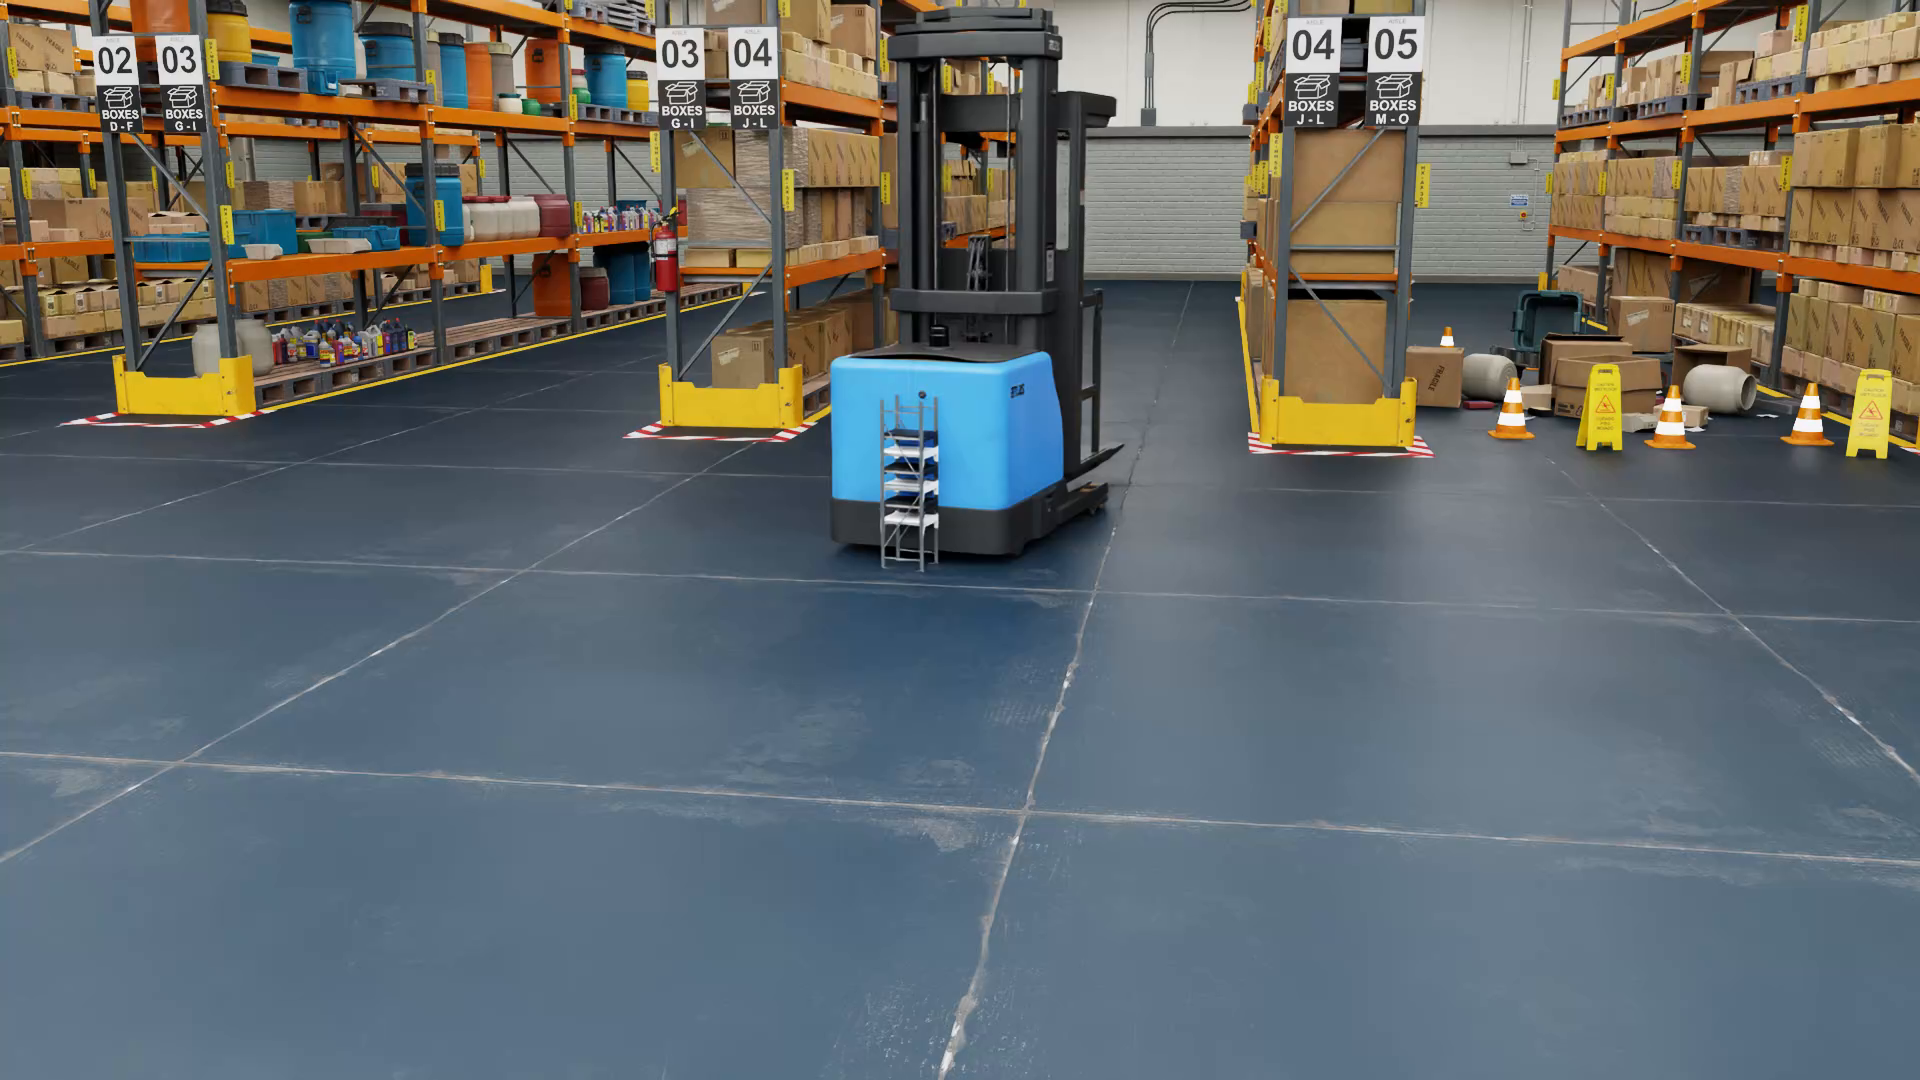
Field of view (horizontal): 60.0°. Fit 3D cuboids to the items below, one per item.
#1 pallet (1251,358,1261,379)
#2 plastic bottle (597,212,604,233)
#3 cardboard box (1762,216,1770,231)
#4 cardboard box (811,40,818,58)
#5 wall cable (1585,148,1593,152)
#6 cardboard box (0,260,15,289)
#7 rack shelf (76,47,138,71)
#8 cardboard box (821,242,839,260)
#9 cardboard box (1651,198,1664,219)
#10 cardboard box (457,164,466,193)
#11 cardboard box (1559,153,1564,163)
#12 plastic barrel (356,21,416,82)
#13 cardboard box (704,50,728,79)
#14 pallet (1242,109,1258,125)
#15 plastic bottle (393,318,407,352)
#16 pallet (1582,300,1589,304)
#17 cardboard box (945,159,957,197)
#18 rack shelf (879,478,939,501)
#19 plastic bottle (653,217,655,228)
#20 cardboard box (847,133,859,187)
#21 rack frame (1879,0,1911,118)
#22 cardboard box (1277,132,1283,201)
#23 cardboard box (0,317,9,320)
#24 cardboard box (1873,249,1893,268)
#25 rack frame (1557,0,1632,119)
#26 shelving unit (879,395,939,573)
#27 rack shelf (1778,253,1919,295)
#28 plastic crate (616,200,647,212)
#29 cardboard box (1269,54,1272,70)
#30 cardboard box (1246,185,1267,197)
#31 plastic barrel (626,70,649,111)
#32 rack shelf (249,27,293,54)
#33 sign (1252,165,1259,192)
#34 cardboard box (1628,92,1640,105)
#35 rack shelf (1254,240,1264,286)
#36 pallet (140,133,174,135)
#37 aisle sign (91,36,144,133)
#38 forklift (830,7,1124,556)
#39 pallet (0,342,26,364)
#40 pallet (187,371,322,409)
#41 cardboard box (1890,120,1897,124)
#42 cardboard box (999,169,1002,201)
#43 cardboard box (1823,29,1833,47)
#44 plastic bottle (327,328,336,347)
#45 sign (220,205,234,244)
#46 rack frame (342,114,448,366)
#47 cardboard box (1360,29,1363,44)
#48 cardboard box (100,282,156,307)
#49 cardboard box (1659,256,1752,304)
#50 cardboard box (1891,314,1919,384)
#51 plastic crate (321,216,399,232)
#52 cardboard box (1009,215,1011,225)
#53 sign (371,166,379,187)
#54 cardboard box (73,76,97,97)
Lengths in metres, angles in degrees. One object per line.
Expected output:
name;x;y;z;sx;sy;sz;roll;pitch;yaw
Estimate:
pallet;3.614;-1.876;17.697;1.003;0.211;1.213;2;12;9
plastic bottle;-5.036;-4.444;23.272;0.061;0.283;0.133;2;12;9
cardboard box;8.341;-3.189;16.772;0.380;0.149;0.250;2;12;7
cardboard box;-1.454;-4.275;14.500;0.380;0.149;0.250;2;12;9
wall cable;12.569;-7.062;32.732;0.588;1.984;0.122;2;12;9
cardboard box;-15.000;-4.057;25.305;0.750;0.750;0.750;2;12;8
rack shelf;-14.461;-8.206;28.869;1.077;0.370;4.000;2;12;9
cardboard box;-1.325;-2.663;15.326;0.380;0.149;0.250;2;12;9
cardboard box;8.990;-4.156;20.828;0.500;0.250;0.500;2;12;7
cardboard box;-9.132;-6.408;29.498;0.500;0.500;0.500;2;12;10
cardboard box;9.994;-6.224;27.105;0.380;0.149;0.250;2;12;10
plastic barrel;-6.346;-5.242;18.389;0.600;0.901;0.708;2;12;9
cardboard box;-2.108;-3.927;13.829;0.500;0.250;0.500;2;12;10
pallet;4.600;-5.991;23.497;1.213;0.211;1.003;2;12;9
plastic bottle;-6.024;-2.195;17.801;0.144;0.351;0.185;2;12;7
pallet;10.086;-3.649;25.925;1.003;0.211;1.213;2;12;9
cardboard box;-0.469;-4.917;22.570;0.797;0.503;0.637;2;12;10
rack shelf;-0.266;-0.266;8.751;0.258;0.077;0.200;5;13;20
plastic bottle;-4.711;-4.869;25.437;0.097;0.201;0.097;0;12;0
cardboard box;-1.266;-3.630;15.900;0.500;0.500;0.500;2;12;9
rack frame;15.227;-8.207;26.216;1.000;3.000;0.127;2;12;9
cardboard box;3.043;-3.038;13.551;0.875;0.550;0.550;2;12;9
cardboard box;-11.326;-2.536;19.672;0.500;0.250;0.500;2;12;8
cardboard box;7.835;-2.334;13.802;0.380;0.149;0.250;2;12;8
rack frame;10.322;-8.367;26.959;1.000;3.000;0.127;2;12;9
shelving unit;-0.266;-0.299;8.744;0.258;0.900;0.210;5;13;20
rack shelf;8.169;-2.169;14.143;1.077;0.370;4.000;2;12;9
plastic crate;-5.245;-5.213;26.459;0.392;0.384;0.575;2;12;9
cardboard box;3.178;-4.609;16.001;0.380;0.149;0.250;2;12;8
cardboard box;3.807;-4.399;20.972;0.380;0.149;0.250;1;12;6
plastic barrel;-4.919;-6.651;24.669;0.600;0.588;0.600;0;12;0
rack shelf;-10.181;-7.214;24.264;1.077;0.370;4.000;2;12;9
sign;3.647;-4.451;20.469;0.100;0.325;0.005;2;12;9
cardboard box;9.166;-5.907;22.222;0.380;0.166;0.250;1;12;5
rack shelf;3.877;-3.141;18.654;1.077;0.370;4.000;2;12;9
pallet;-14.257;-7.505;30.290;1.003;0.211;1.213;2;12;9
aisle sign;-7.129;-3.851;14.072;0.394;0.787;0.004;2;12;9
forklift;0.285;-1.614;10.026;1.130;2.935;3.031;5;13;20
pallet;-11.267;-2.052;18.514;1.003;0.211;1.213;2;12;9
pallet;-6.729;-1.409;15.529;1.003;0.211;1.213;2;12;9
cardboard box;14.948;-6.559;26.286;0.380;0.149;0.250;2;12;10
cardboard box;0.400;-5.664;26.524;0.500;0.500;0.500;1;12;7
cardboard box;8.094;-4.560;15.115;0.380;0.149;0.250;2;12;10
plastic bottle;-6.647;-2.111;17.600;0.097;0.271;0.097;0;12;0
sign;-6.282;-2.702;14.254;0.100;0.325;0.005;2;12;9
rack frame;-6.210;-3.418;18.234;1.000;3.000;0.127;2;12;9
cardboard box;3.440;-4.060;13.454;0.380;0.149;0.250;2;12;9
cardboard box;-10.559;-3.113;21.016;0.500;0.311;0.500;2;12;10
cardboard box;9.280;-3.077;20.698;0.875;0.875;0.875;2;12;8
cardboard box;7.727;-1.507;13.115;0.500;0.500;0.500;2;12;9
plastic crate;-6.416;-3.283;17.754;0.767;0.338;0.504;2;12;9
cardboard box;0.645;-5.335;27.727;0.380;0.149;0.250;2;12;7
sign;-9.324;-5.794;26.508;0.100;0.325;0.005;2;12;9
cardboard box;-10.749;-5.574;20.476;0.500;0.250;0.500;1;12;4
